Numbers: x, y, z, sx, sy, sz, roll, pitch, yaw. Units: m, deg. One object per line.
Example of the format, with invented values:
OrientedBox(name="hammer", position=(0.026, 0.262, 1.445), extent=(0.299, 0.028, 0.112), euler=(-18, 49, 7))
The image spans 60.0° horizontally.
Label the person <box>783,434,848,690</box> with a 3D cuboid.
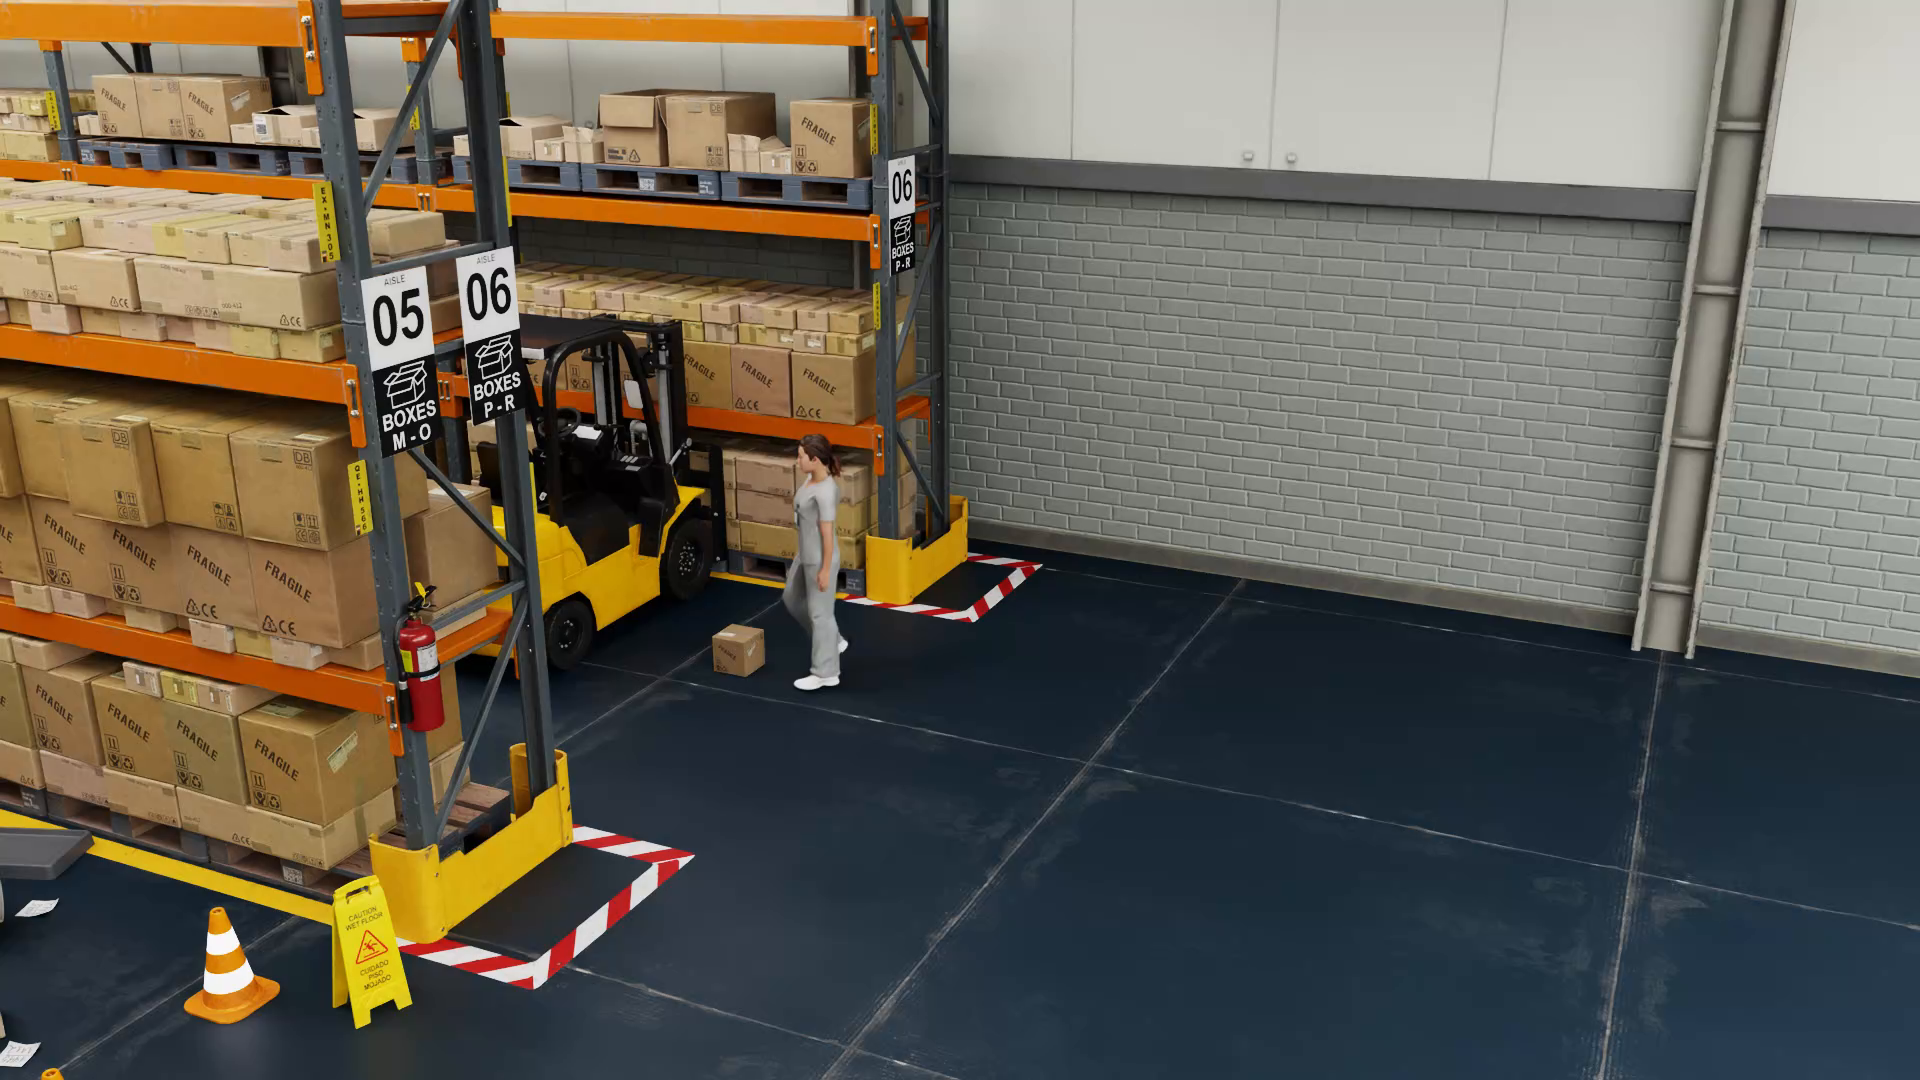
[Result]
OrientedBox(name="person", position=(-0.911, 0.129, 10.654), extent=(0.427, 1.678, 0.472), euler=(-5, 20, -14))
